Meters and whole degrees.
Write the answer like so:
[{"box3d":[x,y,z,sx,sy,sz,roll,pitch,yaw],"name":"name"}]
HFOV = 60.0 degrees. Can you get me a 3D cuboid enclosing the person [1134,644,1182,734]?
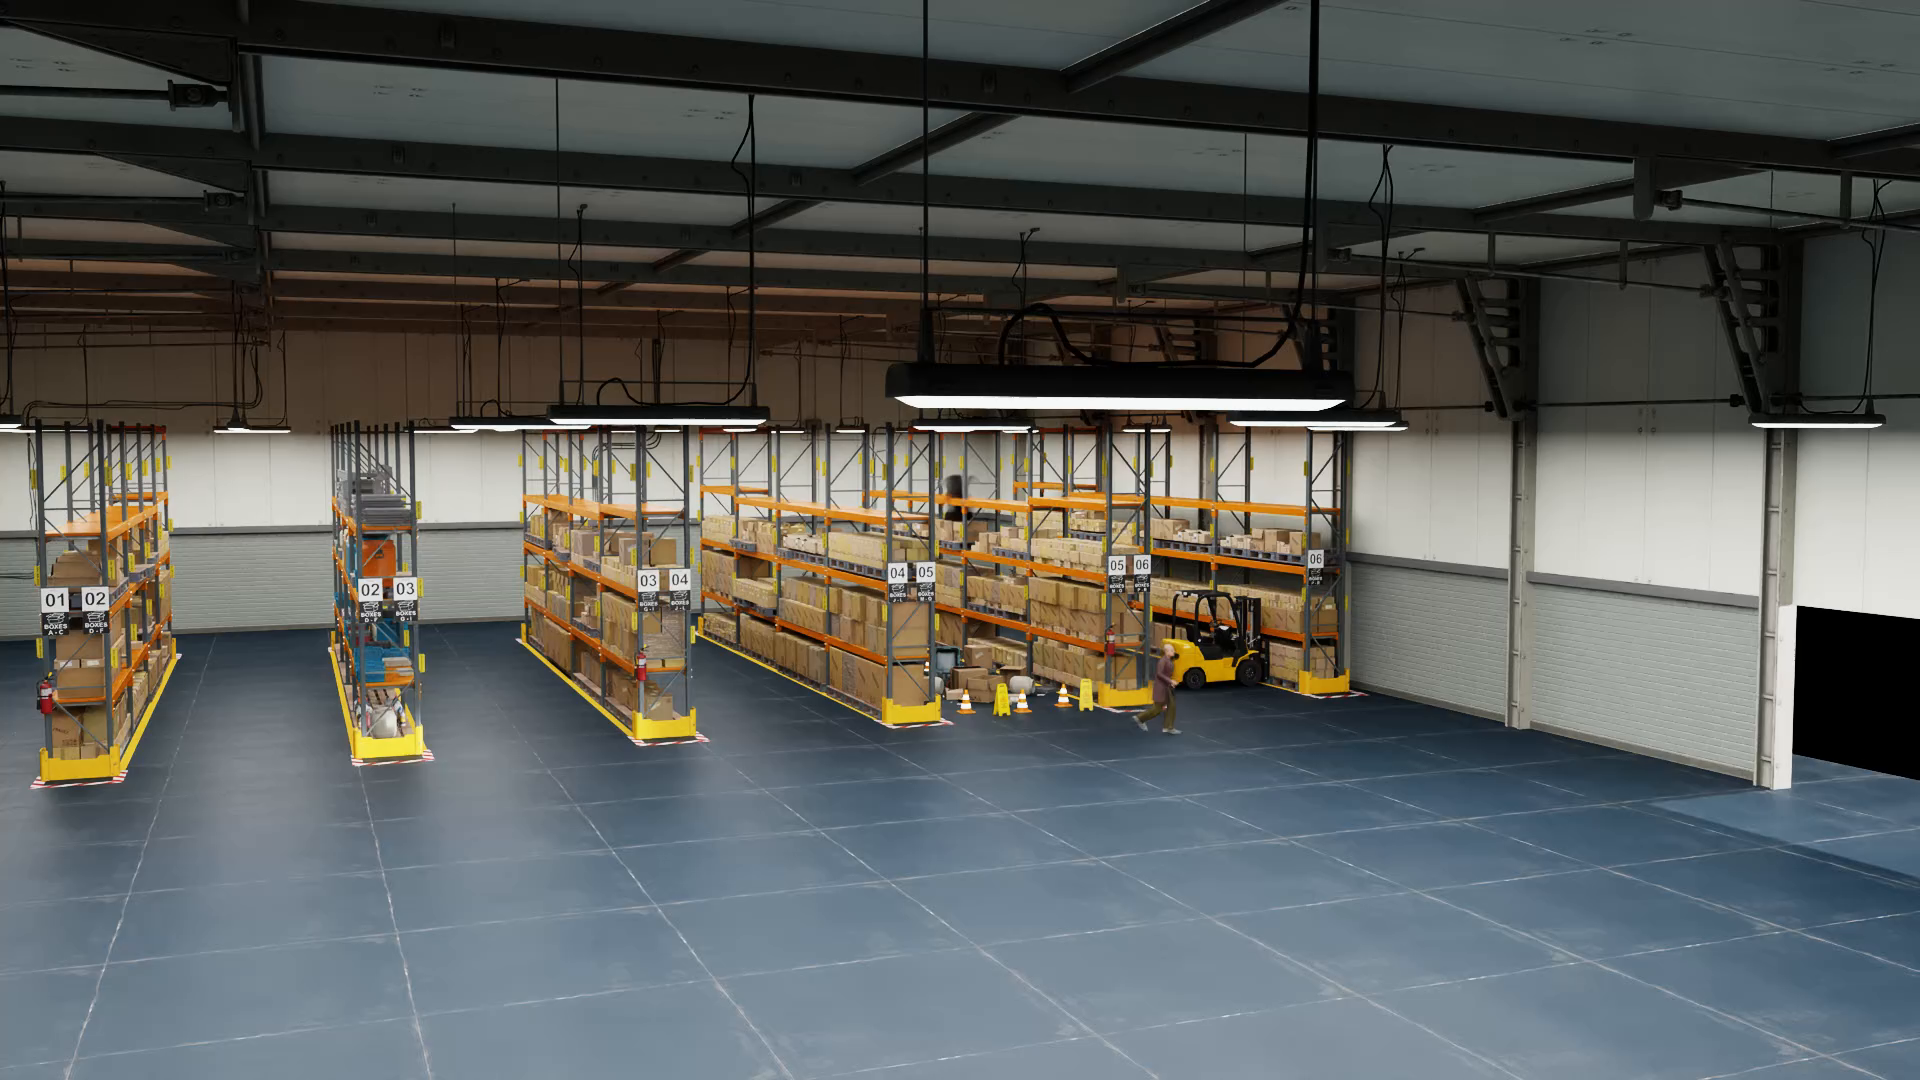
[{"box3d":[3.807,2.860,31.974,0.925,1.741,0.707,2,4,24],"name":"person"}]
